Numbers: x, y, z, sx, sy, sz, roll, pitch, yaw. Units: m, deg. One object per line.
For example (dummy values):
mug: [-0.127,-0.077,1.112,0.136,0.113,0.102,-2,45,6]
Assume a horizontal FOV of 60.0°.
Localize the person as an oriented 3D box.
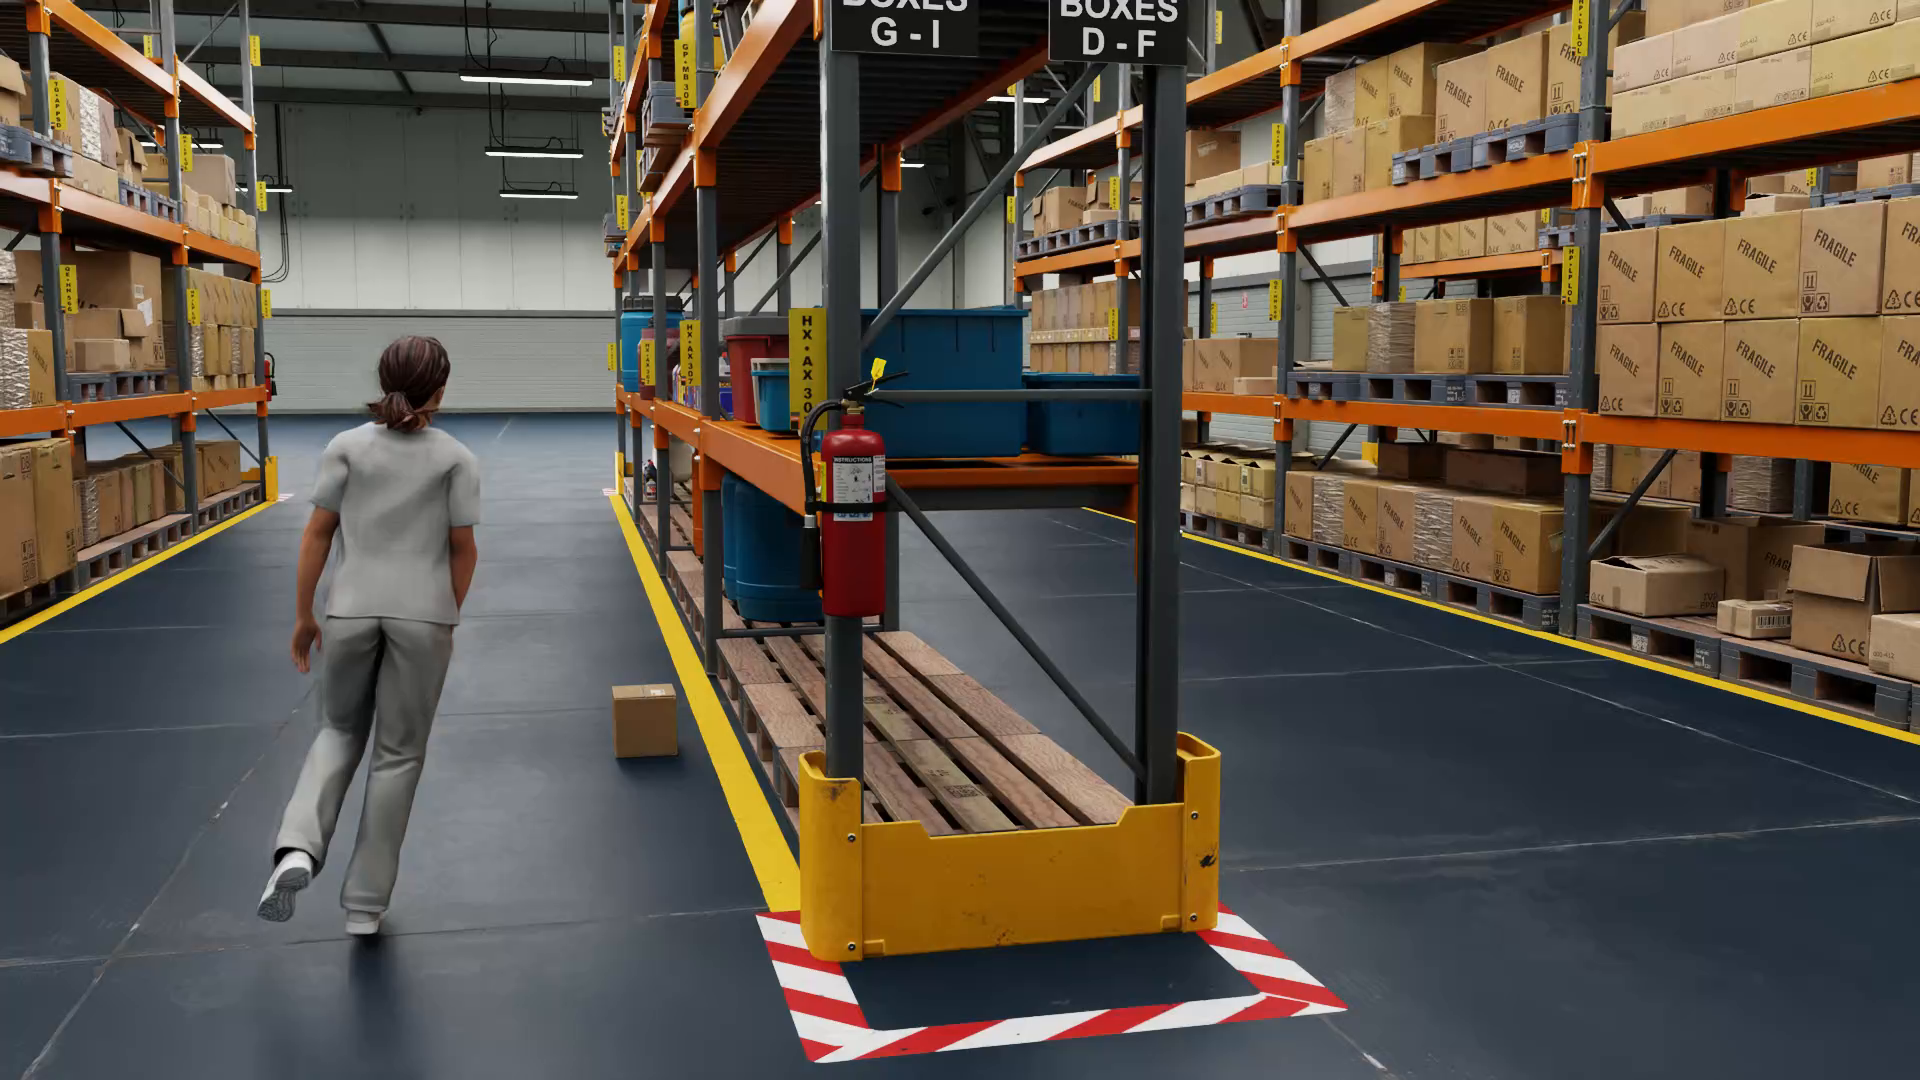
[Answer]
person: [-1.641,0.259,4.619,0.616,1.647,0.460,-1,6,-5]
